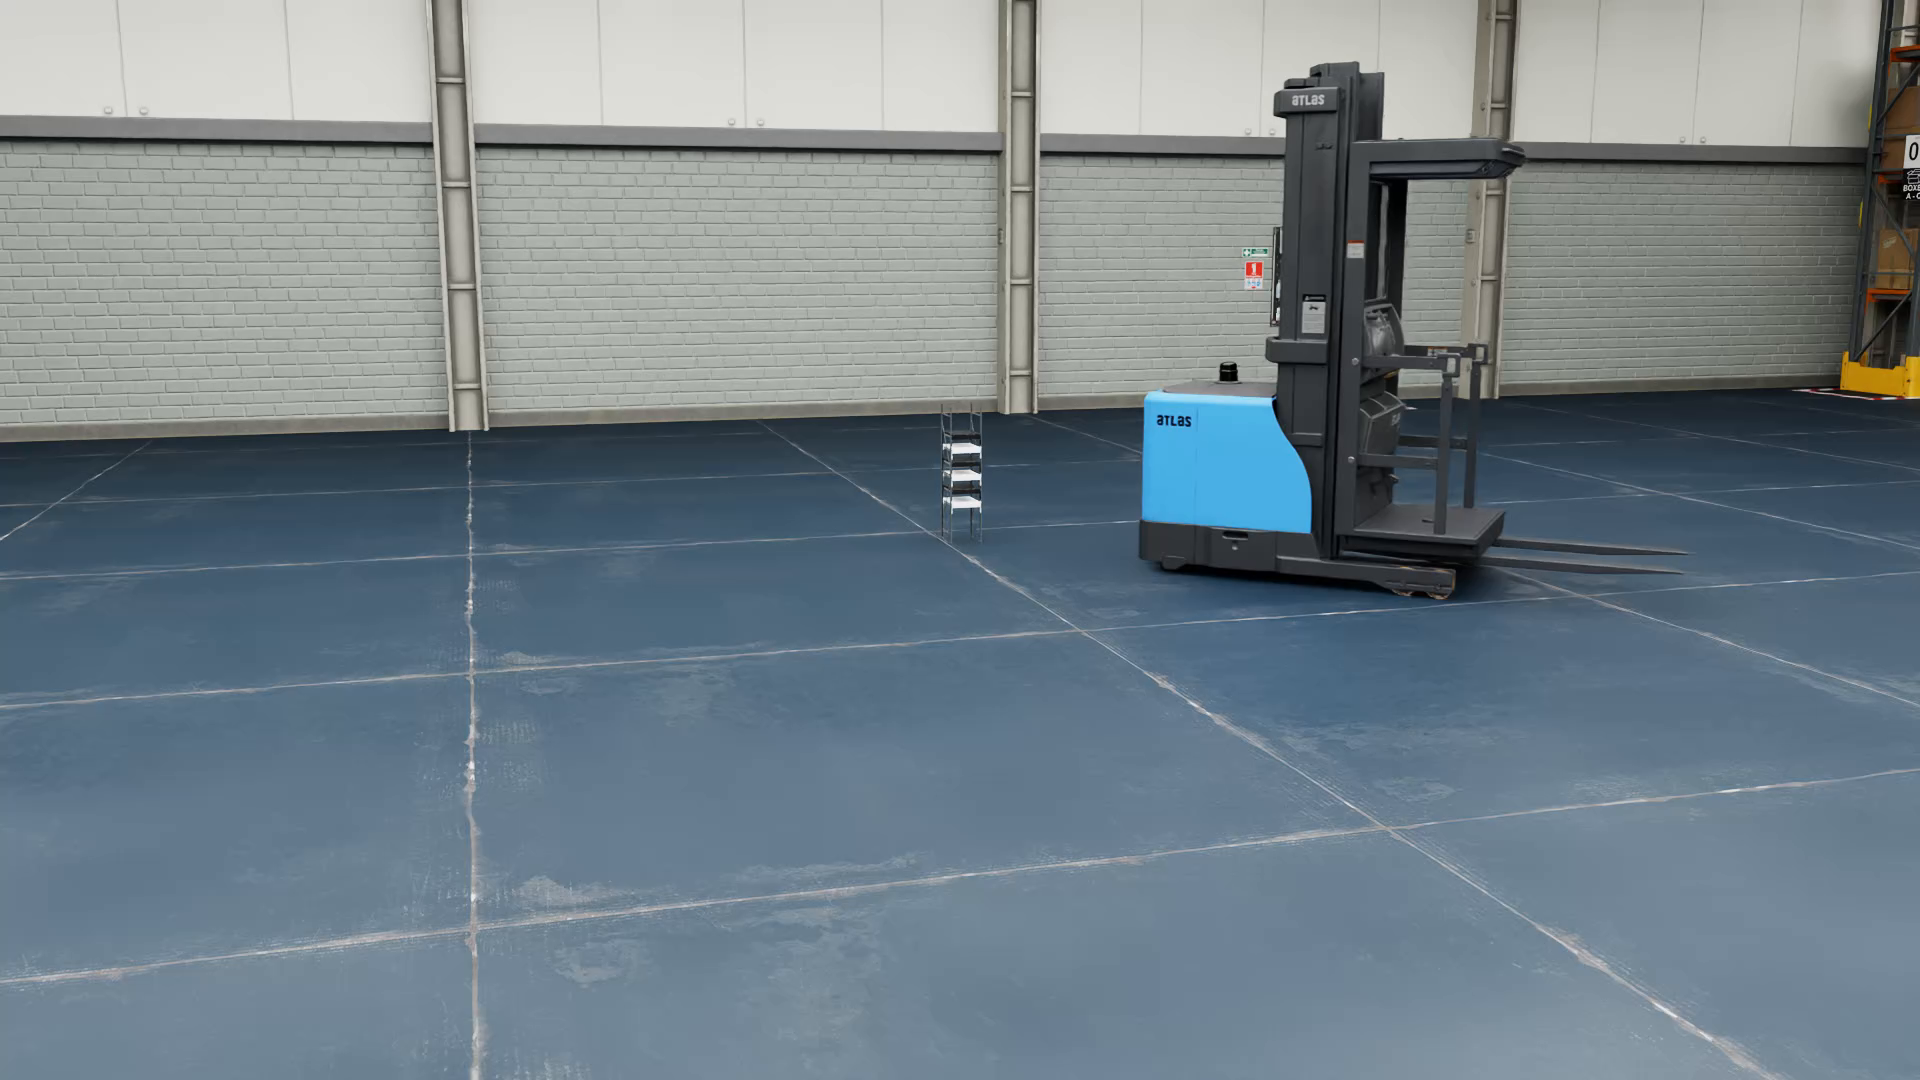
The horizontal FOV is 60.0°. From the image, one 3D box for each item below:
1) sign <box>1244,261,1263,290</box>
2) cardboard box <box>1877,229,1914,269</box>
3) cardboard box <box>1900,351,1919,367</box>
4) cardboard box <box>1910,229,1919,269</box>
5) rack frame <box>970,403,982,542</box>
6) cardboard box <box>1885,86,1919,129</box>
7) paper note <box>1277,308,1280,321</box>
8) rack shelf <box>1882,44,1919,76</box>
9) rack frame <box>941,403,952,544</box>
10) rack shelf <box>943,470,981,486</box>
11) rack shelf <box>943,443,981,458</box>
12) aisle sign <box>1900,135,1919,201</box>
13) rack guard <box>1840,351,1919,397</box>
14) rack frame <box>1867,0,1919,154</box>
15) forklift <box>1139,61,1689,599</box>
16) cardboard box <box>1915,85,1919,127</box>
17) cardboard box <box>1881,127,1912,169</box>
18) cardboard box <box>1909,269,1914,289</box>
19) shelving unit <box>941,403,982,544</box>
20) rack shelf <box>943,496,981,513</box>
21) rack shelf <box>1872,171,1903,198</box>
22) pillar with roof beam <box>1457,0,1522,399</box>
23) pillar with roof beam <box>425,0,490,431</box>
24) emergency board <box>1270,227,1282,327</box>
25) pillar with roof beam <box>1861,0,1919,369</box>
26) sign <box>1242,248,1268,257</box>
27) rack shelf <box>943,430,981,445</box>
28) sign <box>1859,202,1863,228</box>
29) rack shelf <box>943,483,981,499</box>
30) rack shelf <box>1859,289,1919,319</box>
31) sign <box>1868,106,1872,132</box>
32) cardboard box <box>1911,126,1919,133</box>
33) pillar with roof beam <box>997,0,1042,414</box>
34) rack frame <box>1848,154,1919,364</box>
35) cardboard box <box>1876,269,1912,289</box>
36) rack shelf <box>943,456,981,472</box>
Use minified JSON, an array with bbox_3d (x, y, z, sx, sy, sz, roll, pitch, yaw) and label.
[{"bbox_3d":[3.471,-3.125,19.637,0.234,0.329,0.001,-3,11,-16],"label":"sign"},{"bbox_3d":[12.138,-3.719,21.253,0.500,0.500,0.500,-3,11,-17],"label":"cardboard box"},{"bbox_3d":[12.435,-2.267,21.287,0.500,0.311,0.500,-4,11,-22],"label":"cardboard box"},{"bbox_3d":[12.287,-3.630,20.770,0.500,0.500,0.500,-3,11,-16],"label":"cardboard box"},{"bbox_3d":[0.105,-0.448,10.995,0.006,0.900,0.240,-3,11,-16],"label":"rack frame"},{"bbox_3d":[12.086,-5.447,20.971,0.500,0.500,0.500,-3,11,-13],"label":"cardboard box"},{"bbox_3d":[3.842,-2.687,19.792,0.142,0.148,0.016,-3,11,-16],"label":"paper note"},{"bbox_3d":[13.665,-6.050,21.051,4.000,0.370,1.077,-3,11,-16],"label":"rack shelf"},{"bbox_3d":[-0.090,-0.438,10.939,0.006,0.900,0.240,-3,11,-16],"label":"rack frame"},{"bbox_3d":[0.008,-0.410,10.973,0.200,0.077,0.258,-3,11,-16],"label":"rack shelf"},{"bbox_3d":[0.008,-0.587,10.941,0.200,0.077,0.258,-3,11,-16],"label":"rack shelf"},{"bbox_3d":[11.760,-4.576,20.440,0.004,0.787,0.394,-3,11,-16],"label":"aisle sign"},{"bbox_3d":[11.818,-2.128,21.226,0.348,0.500,1.175,-3,11,-16],"label":"rack guard"},{"bbox_3d":[11.745,-6.304,20.435,0.127,3.000,1.000,-3,11,-16],"label":"rack frame"},{"bbox_3d":[2.639,-1.221,9.585,3.031,2.935,1.130,5,12,25],"label":"forklift"},{"bbox_3d":[12.183,-5.357,20.482,0.500,0.500,0.500,-4,11,-20],"label":"cardboard box"},{"bbox_3d":[12.075,-4.953,21.050,0.500,0.500,0.500,-2,11,-12],"label":"cardboard box"},{"bbox_3d":[12.302,-3.259,20.825,0.500,0.250,0.500,-3,11,-18],"label":"cardboard box"},{"bbox_3d":[0.008,-0.443,10.967,0.210,0.900,0.258,-3,11,-16],"label":"shelving unit"},{"bbox_3d":[0.008,-0.233,11.006,0.200,0.077,0.258,-3,11,-16],"label":"rack shelf"},{"bbox_3d":[13.665,-4.576,21.322,4.000,0.370,1.077,-3,11,-16],"label":"rack shelf"},{"bbox_3d":[7.618,-5.438,15.730,0.400,9.000,9.100,-3,11,-16],"label":"pillar with roof beam"},{"bbox_3d":[-3.904,-4.831,12.432,0.400,9.000,9.100,-3,11,-16],"label":"pillar with roof beam"},{"bbox_3d":[4.031,-3.117,19.695,0.643,1.169,0.194,-3,11,-16],"label":"emergency board"},{"bbox_3d":[13.379,-5.742,17.380,0.400,9.000,9.100,-3,11,-16],"label":"pillar with roof beam"},{"bbox_3d":[3.478,-3.384,19.582,0.331,0.109,0.001,-3,11,-16],"label":"sign"},{"bbox_3d":[0.008,-0.676,10.924,0.200,0.077,0.258,-3,11,-16],"label":"rack shelf"},{"bbox_3d":[11.609,-4.176,21.375,0.005,0.325,0.100,-3,11,-16],"label":"sign"},{"bbox_3d":[0.008,-0.322,10.990,0.200,0.077,0.258,-3,11,-16],"label":"rack shelf"},{"bbox_3d":[13.665,-3.101,21.594,4.000,0.370,1.077,-3,11,-16],"label":"rack shelf"},{"bbox_3d":[11.609,-5.362,21.156,0.005,0.325,0.100,-3,11,-16],"label":"sign"},{"bbox_3d":[12.136,-4.861,20.552,0.500,0.500,0.500,-3,11,-14],"label":"cardboard box"},{"bbox_3d":[1.857,-5.134,14.081,0.400,9.000,9.100,-3,11,-16],"label":"pillar with roof beam"},{"bbox_3d":[11.745,-3.354,20.979,0.127,3.000,1.000,-3,11,-16],"label":"rack frame"},{"bbox_3d":[12.140,-3.347,21.302,0.500,0.250,0.500,-3,11,-15],"label":"cardboard box"},{"bbox_3d":[0.008,-0.499,10.957,0.200,0.077,0.258,-3,11,-16],"label":"rack shelf"}]
